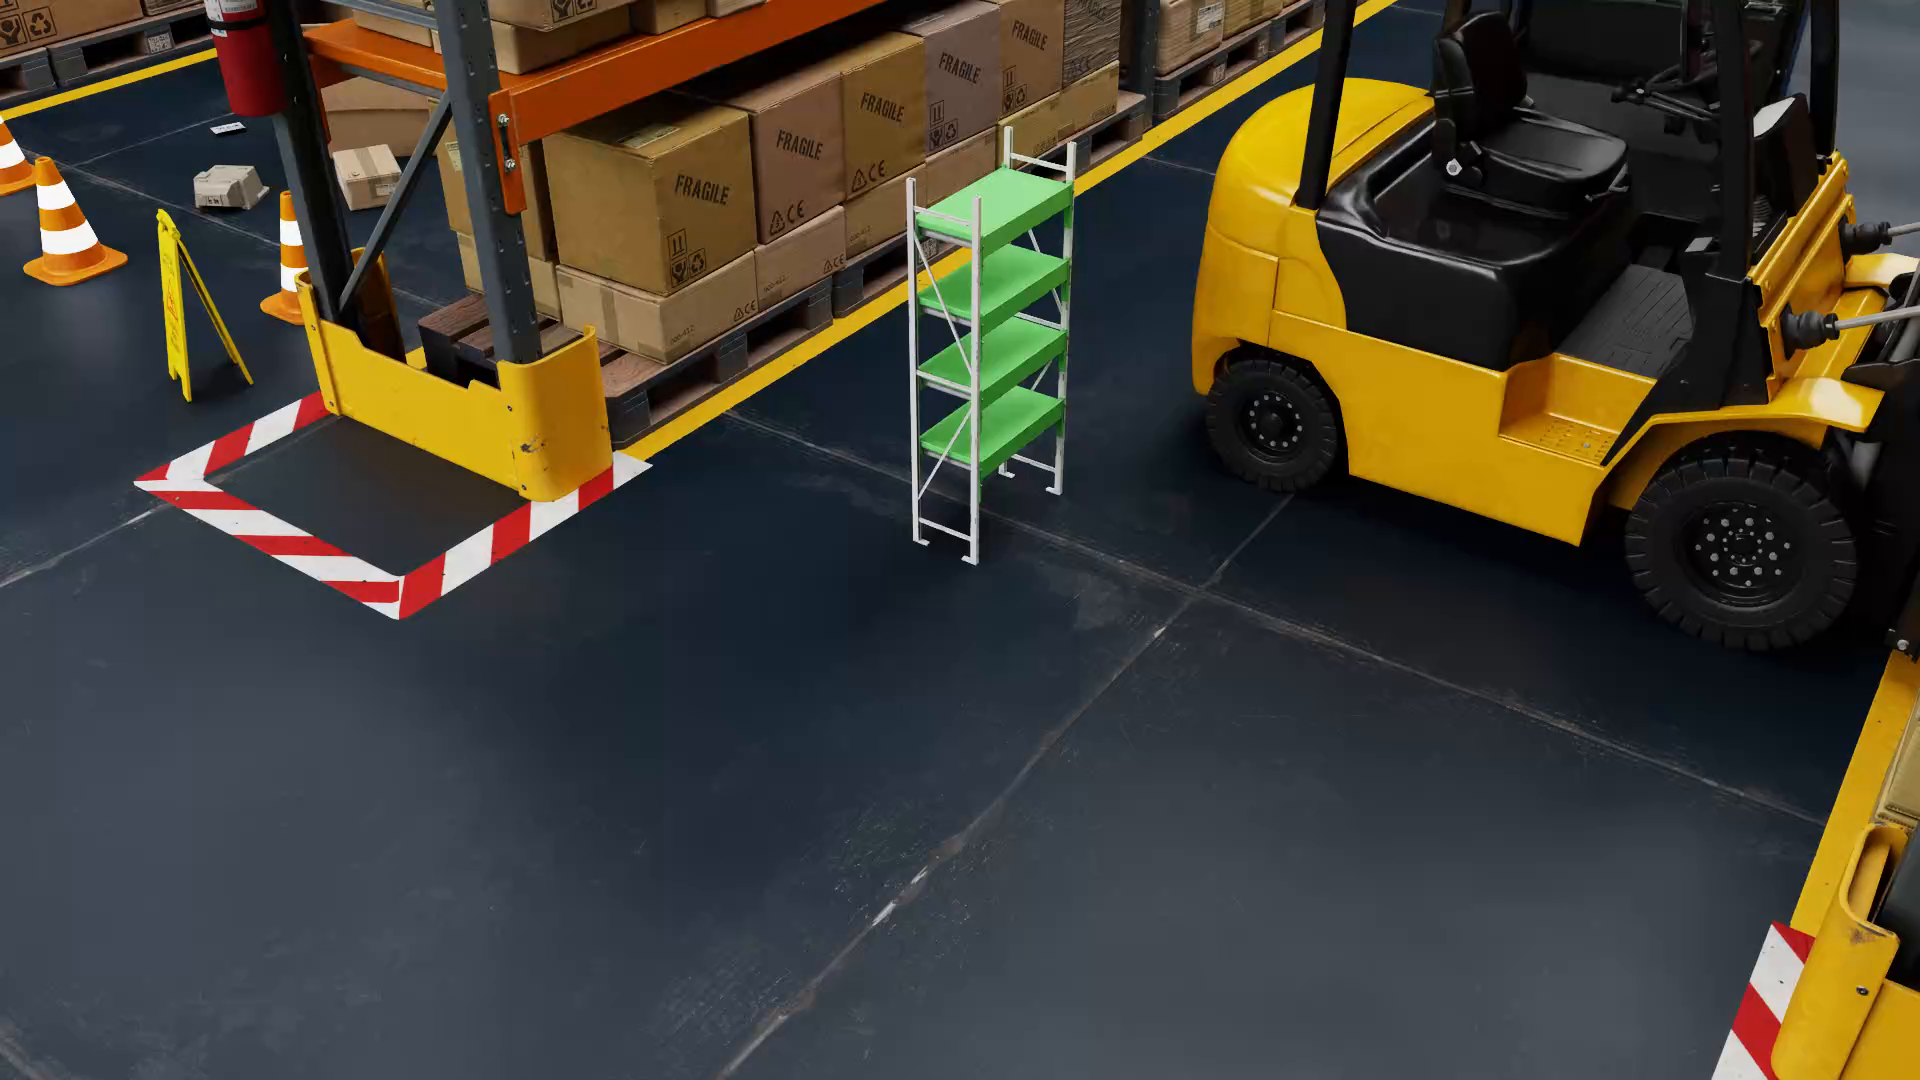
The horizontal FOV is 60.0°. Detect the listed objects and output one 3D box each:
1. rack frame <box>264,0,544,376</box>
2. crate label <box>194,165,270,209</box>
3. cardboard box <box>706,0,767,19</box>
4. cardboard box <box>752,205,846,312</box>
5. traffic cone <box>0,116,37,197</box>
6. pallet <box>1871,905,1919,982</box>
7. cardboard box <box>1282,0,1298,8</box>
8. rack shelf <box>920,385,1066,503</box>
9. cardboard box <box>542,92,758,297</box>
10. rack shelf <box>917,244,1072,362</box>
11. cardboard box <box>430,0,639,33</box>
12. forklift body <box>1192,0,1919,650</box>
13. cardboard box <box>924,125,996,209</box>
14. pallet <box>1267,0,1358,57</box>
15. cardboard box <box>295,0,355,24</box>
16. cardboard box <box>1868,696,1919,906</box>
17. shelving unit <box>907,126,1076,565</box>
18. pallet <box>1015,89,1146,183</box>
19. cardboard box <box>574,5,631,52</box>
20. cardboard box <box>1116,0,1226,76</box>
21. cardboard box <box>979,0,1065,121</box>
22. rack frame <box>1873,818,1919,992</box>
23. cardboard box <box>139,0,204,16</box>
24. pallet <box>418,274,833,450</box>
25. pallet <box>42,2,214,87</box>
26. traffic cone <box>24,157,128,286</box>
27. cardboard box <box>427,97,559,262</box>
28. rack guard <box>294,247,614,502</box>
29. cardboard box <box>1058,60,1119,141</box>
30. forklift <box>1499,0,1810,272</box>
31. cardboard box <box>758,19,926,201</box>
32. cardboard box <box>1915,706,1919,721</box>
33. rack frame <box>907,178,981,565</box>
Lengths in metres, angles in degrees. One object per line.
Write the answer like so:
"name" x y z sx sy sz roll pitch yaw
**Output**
"rack frame" -1.770 -1.582 4.911 1.000 3.000 0.127 21 39 28
"crate label" -3.293 -1.585 7.472 0.250 0.136 0.298 3 34 4
"cardboard box" -0.874 -1.887 5.587 0.380 0.149 0.250 22 40 29
"cardboard box" -0.786 -1.132 6.326 0.500 0.250 0.500 23 40 30
"traffic cone" -4.425 -1.856 7.582 0.336 0.463 0.334 21 39 28
"pallet" 2.711 0.792 3.890 1.003 0.211 1.213 21 39 28
"cardboard box" 1.610 -3.402 9.575 0.950 0.372 0.625 23 40 30
"rack shelf" 0.094 -0.321 5.197 0.258 0.148 0.480 21 39 28
"cardboard box" -1.070 -1.221 5.788 0.500 0.500 0.500 20 39 27
"rack shelf" 0.094 -0.719 4.928 0.258 0.148 0.480 21 39 28
"cardboard box" -1.272 -1.876 4.991 0.500 0.500 0.500 21 39 27
"forklift body" 1.892 -1.102 4.959 2.313 2.155 1.214 21 39 28
"cardboard box" -0.195 -1.619 7.046 0.500 0.250 0.500 22 40 29
"pallet" 1.648 -3.190 9.778 1.003 0.211 1.213 21 39 28
"cardboard box" -3.656 -2.880 9.061 0.500 0.500 0.500 29 44 36
"cardboard box" 2.318 0.650 3.691 0.500 0.250 0.500 22 40 28
"shelving unit" 0.094 -0.573 5.027 0.258 1.200 0.503 21 39 28
"pallet" 0.157 -1.947 7.941 1.003 0.211 1.213 21 39 28
"cardboard box" -1.274 -1.689 5.293 0.380 0.149 0.250 22 40 29
"cardboard box" 0.808 -2.750 8.610 0.950 0.372 0.625 22 40 29
"cardboard box" 0.105 -2.175 7.199 0.500 0.500 0.500 22 40 29
"rack frame" 2.310 0.002 2.569 1.000 3.000 0.127 21 39 28
"cardboard box" -4.540 -3.568 9.370 0.875 0.875 0.875 22 40 29
"pallet" -1.235 -0.824 6.280 1.003 0.211 1.213 21 39 28
"pallet" -4.806 -2.913 9.369 1.003 0.211 1.213 21 39 28
"traffic cone" -3.690 -1.339 6.817 0.336 0.463 0.334 21 39 28
"cardboard box" -1.528 -1.379 6.022 0.500 0.500 0.500 22 40 28
"rack guard" -1.727 -0.581 5.663 1.175 0.500 0.348 21 39 28
"cardboard box" 0.394 -2.099 7.756 0.500 0.250 0.500 23 40 30
"forklift" 2.724 -2.492 6.319 1.130 2.935 3.031 18 38 24
"cardboard box" -0.483 -1.691 6.484 0.500 0.500 0.500 22 40 29
"cardboard box" 2.316 0.241 3.402 0.500 0.250 0.500 23 40 30
"rack frame" -0.045 -0.461 4.861 0.240 1.200 0.015 21 39 28
